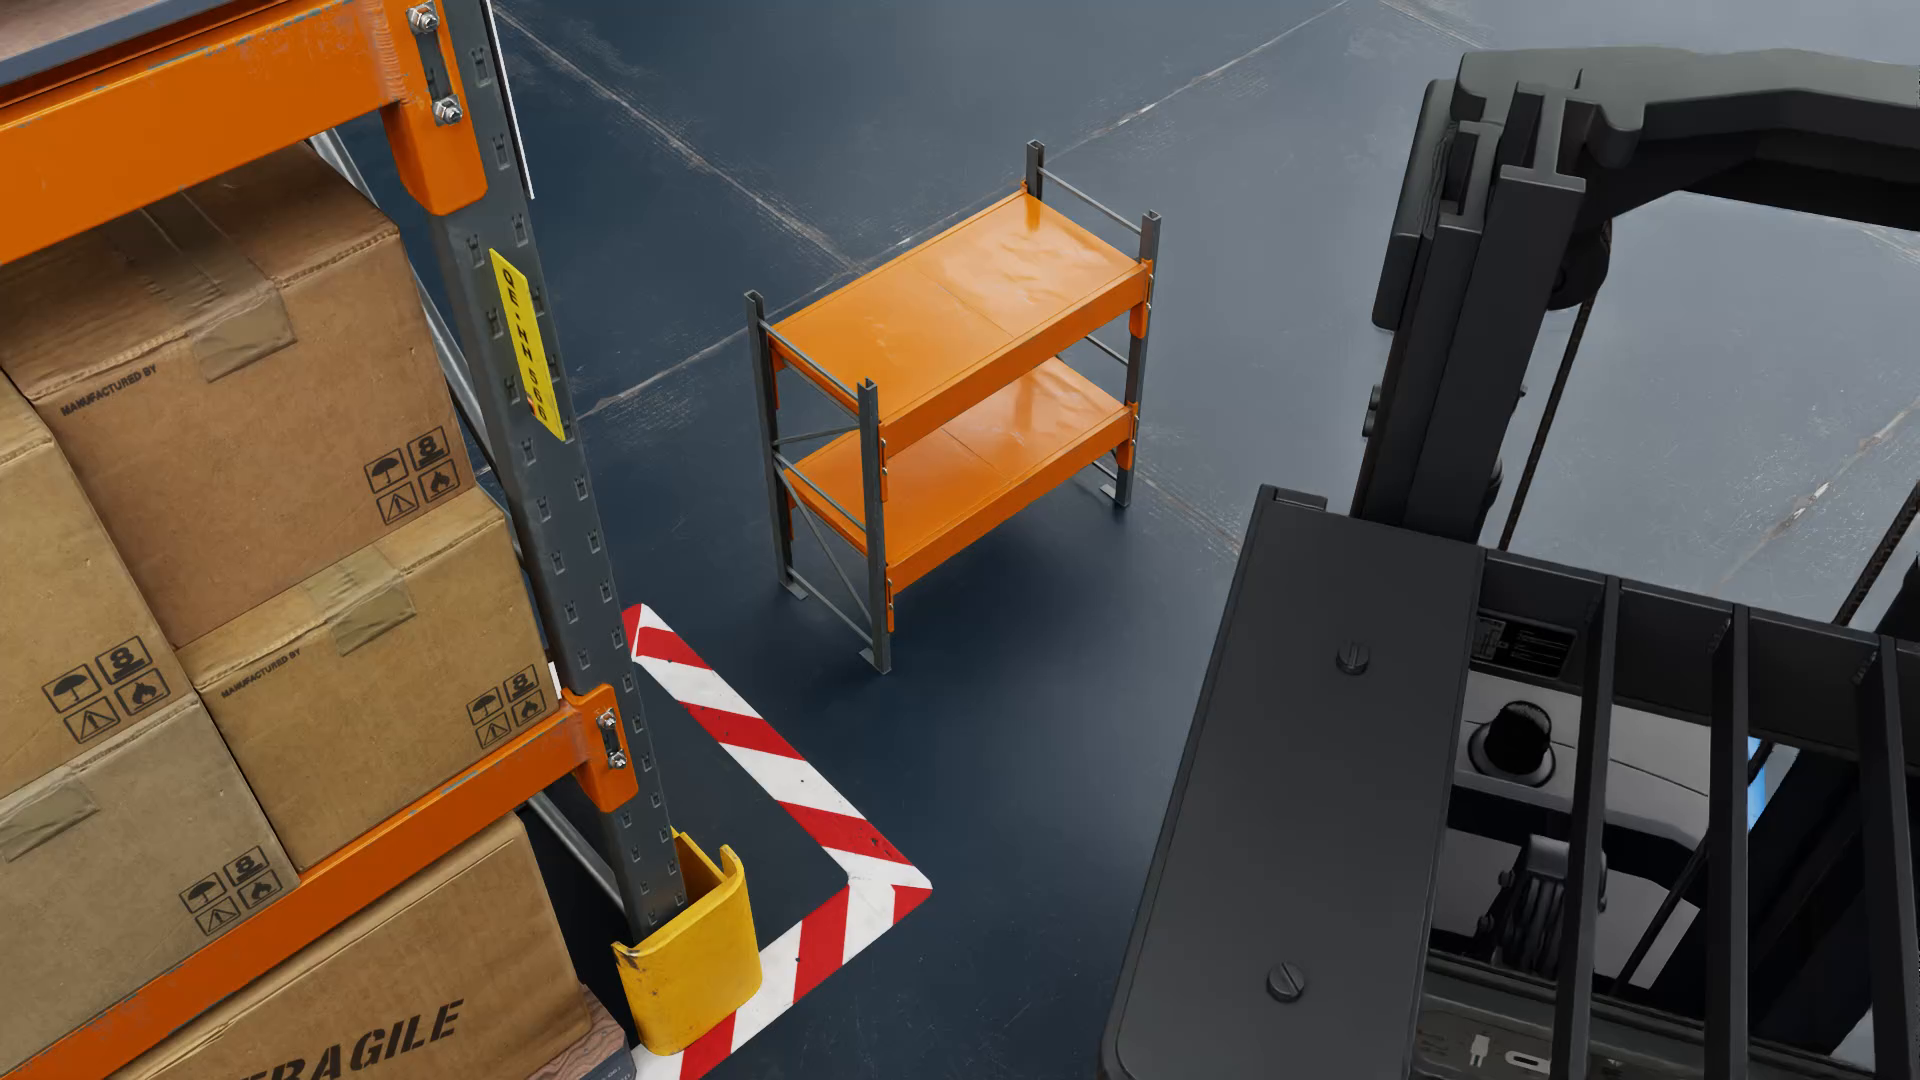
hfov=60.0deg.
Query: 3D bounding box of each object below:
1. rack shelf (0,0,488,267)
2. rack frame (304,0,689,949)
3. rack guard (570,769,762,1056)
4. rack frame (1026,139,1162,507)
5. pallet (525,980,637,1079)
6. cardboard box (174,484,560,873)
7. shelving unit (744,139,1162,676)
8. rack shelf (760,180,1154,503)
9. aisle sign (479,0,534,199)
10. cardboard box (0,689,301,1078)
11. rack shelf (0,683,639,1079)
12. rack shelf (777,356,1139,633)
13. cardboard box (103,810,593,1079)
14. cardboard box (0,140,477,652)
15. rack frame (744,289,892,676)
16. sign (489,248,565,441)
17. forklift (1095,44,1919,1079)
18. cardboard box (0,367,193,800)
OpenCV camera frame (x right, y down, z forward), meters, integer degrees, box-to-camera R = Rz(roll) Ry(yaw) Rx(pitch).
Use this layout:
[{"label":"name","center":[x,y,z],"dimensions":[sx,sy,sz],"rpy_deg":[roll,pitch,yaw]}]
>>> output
[{"label":"rack shelf","center":[-2.492,0.095,1.570],"dimensions":[4.000,0.370,1.077],"rpy_deg":[-34,56,-27]},{"label":"rack frame","center":[-1.013,-0.121,3.321],"dimensions":[0.127,3.000,1.000],"rpy_deg":[-34,56,-27]},{"label":"rack guard","center":[-0.995,0.715,4.250],"dimensions":[0.348,0.500,1.175],"rpy_deg":[-34,56,-27]},{"label":"rack frame","center":[0.371,-0.629,5.065],"dimensions":[0.032,1.125,0.500],"rpy_deg":[-34,56,-27]},{"label":"pallet","center":[-1.552,1.262,3.942],"dimensions":[1.213,0.211,1.003],"rpy_deg":[-34,56,-27]},{"label":"cardboard box","center":[-1.257,0.036,3.074],"dimensions":[0.550,0.550,0.875],"rpy_deg":[-34,56,-27]},{"label":"shelving unit","center":[-0.005,-0.378,4.834],"dimensions":[1.048,1.125,0.538],"rpy_deg":[-34,56,-27]},{"label":"rack shelf","center":[-0.005,-0.577,4.618],"dimensions":[1.000,0.278,0.538],"rpy_deg":[-34,56,-27]},{"label":"aisle sign","center":[-0.758,-0.875,2.247],"dimensions":[0.004,0.787,0.394],"rpy_deg":[-34,56,-27]},{"label":"cardboard box","center":[-1.649,0.320,2.812],"dimensions":[0.550,0.550,0.875],"rpy_deg":[-34,56,-27]},{"label":"rack shelf","center":[-2.492,1.112,2.673],"dimensions":[4.000,0.370,1.077],"rpy_deg":[-34,56,-27]},{"label":"rack shelf","center":[-0.005,-0.212,5.013],"dimensions":[1.000,0.278,0.538],"rpy_deg":[-34,56,-27]},{"label":"cardboard box","center":[-1.470,0.828,3.605],"dimensions":[0.875,0.875,0.875],"rpy_deg":[-33,56,-27]},{"label":"cardboard box","center":[-1.313,-0.376,2.719],"dimensions":[0.550,0.550,0.875],"rpy_deg":[-34,56,-27]},{"label":"rack frame","center":[-0.381,-0.127,4.602],"dimensions":[0.032,1.125,0.500],"rpy_deg":[-34,56,-27]},{"label":"sign","center":[-0.658,-0.292,2.530],"dimensions":[0.005,0.325,0.100],"rpy_deg":[-34,56,-27]},{"label":"forklift","center":[0.768,0.966,2.365],"dimensions":[1.130,2.935,3.031],"rpy_deg":[13,49,12]},{"label":"cardboard box","center":[-1.658,-0.054,2.422],"dimensions":[0.550,0.550,0.875],"rpy_deg":[-34,56,-27]}]
